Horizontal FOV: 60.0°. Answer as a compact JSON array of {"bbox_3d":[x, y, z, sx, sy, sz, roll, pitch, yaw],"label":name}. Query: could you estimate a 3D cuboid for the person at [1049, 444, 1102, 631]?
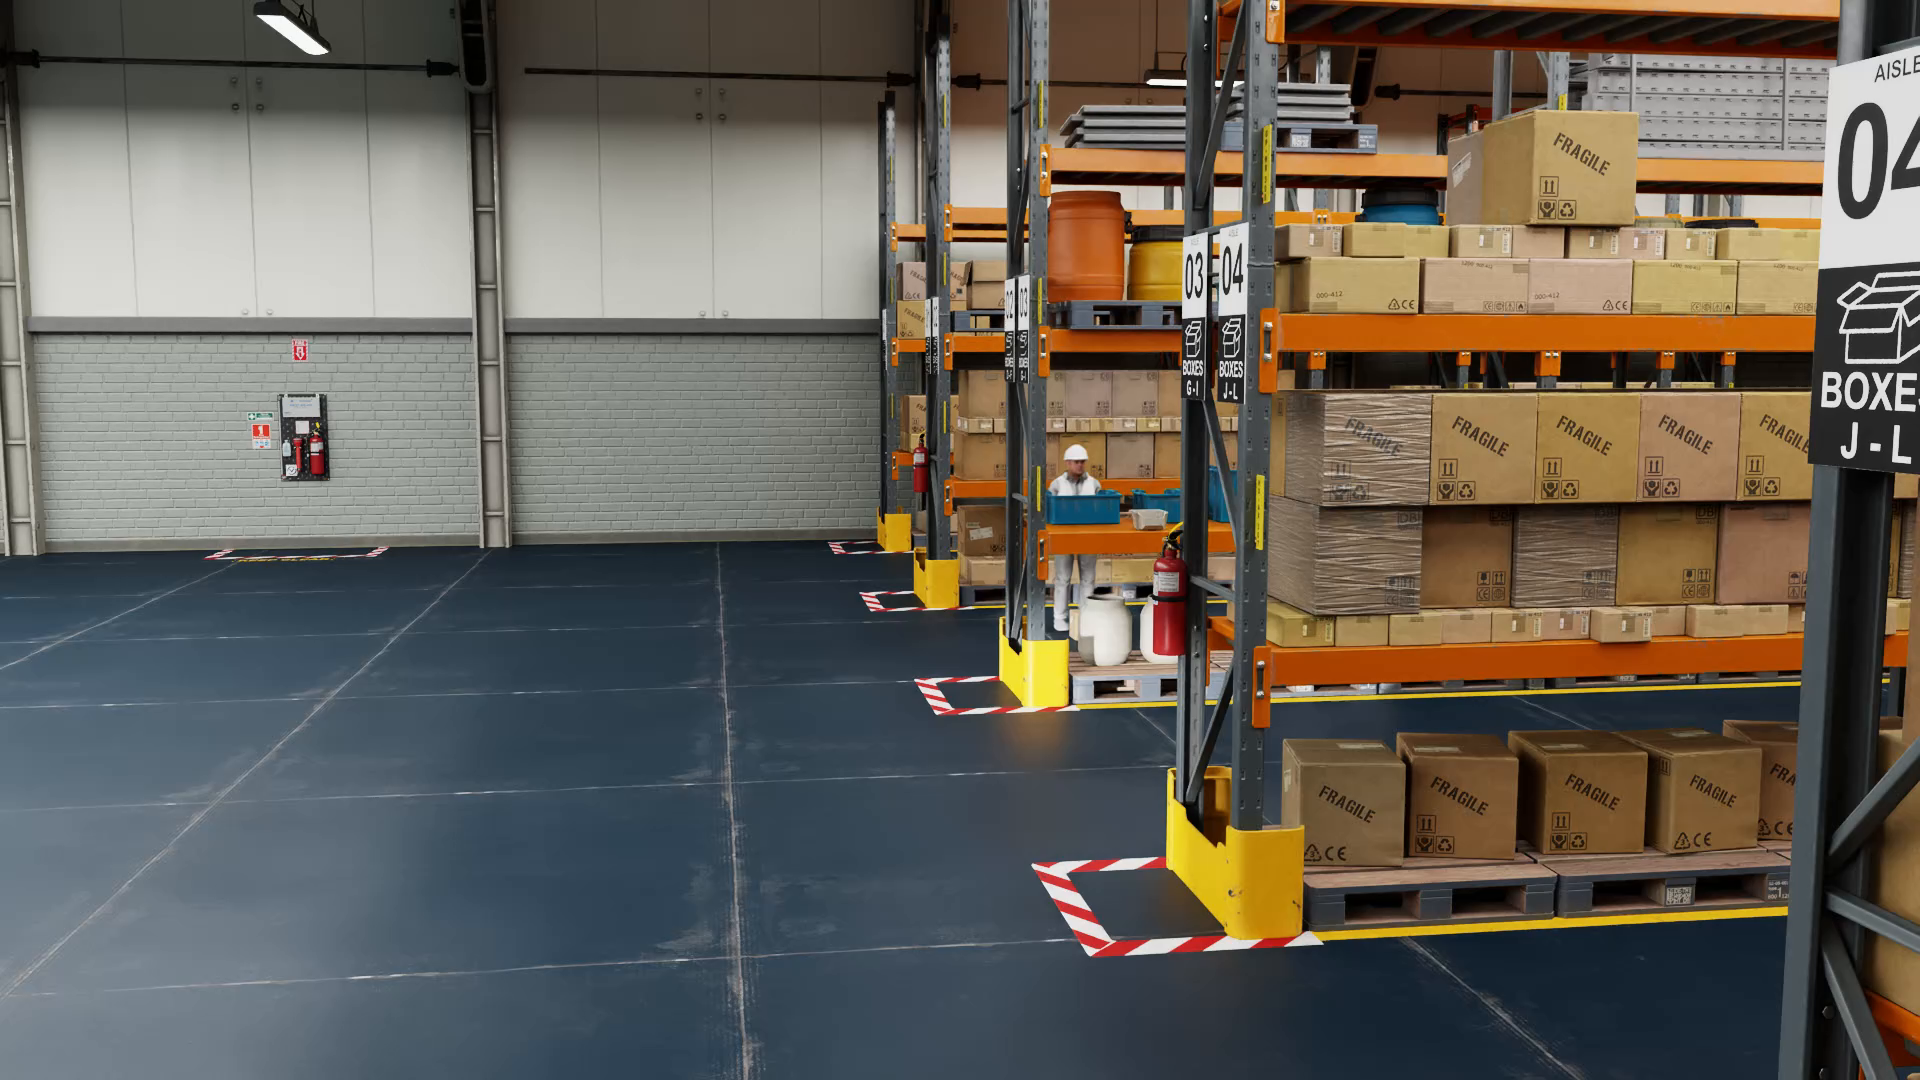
[{"bbox_3d":[1.112,-0.020,15.821,0.532,1.772,0.359,-1,6,-7],"label":"person"}]
